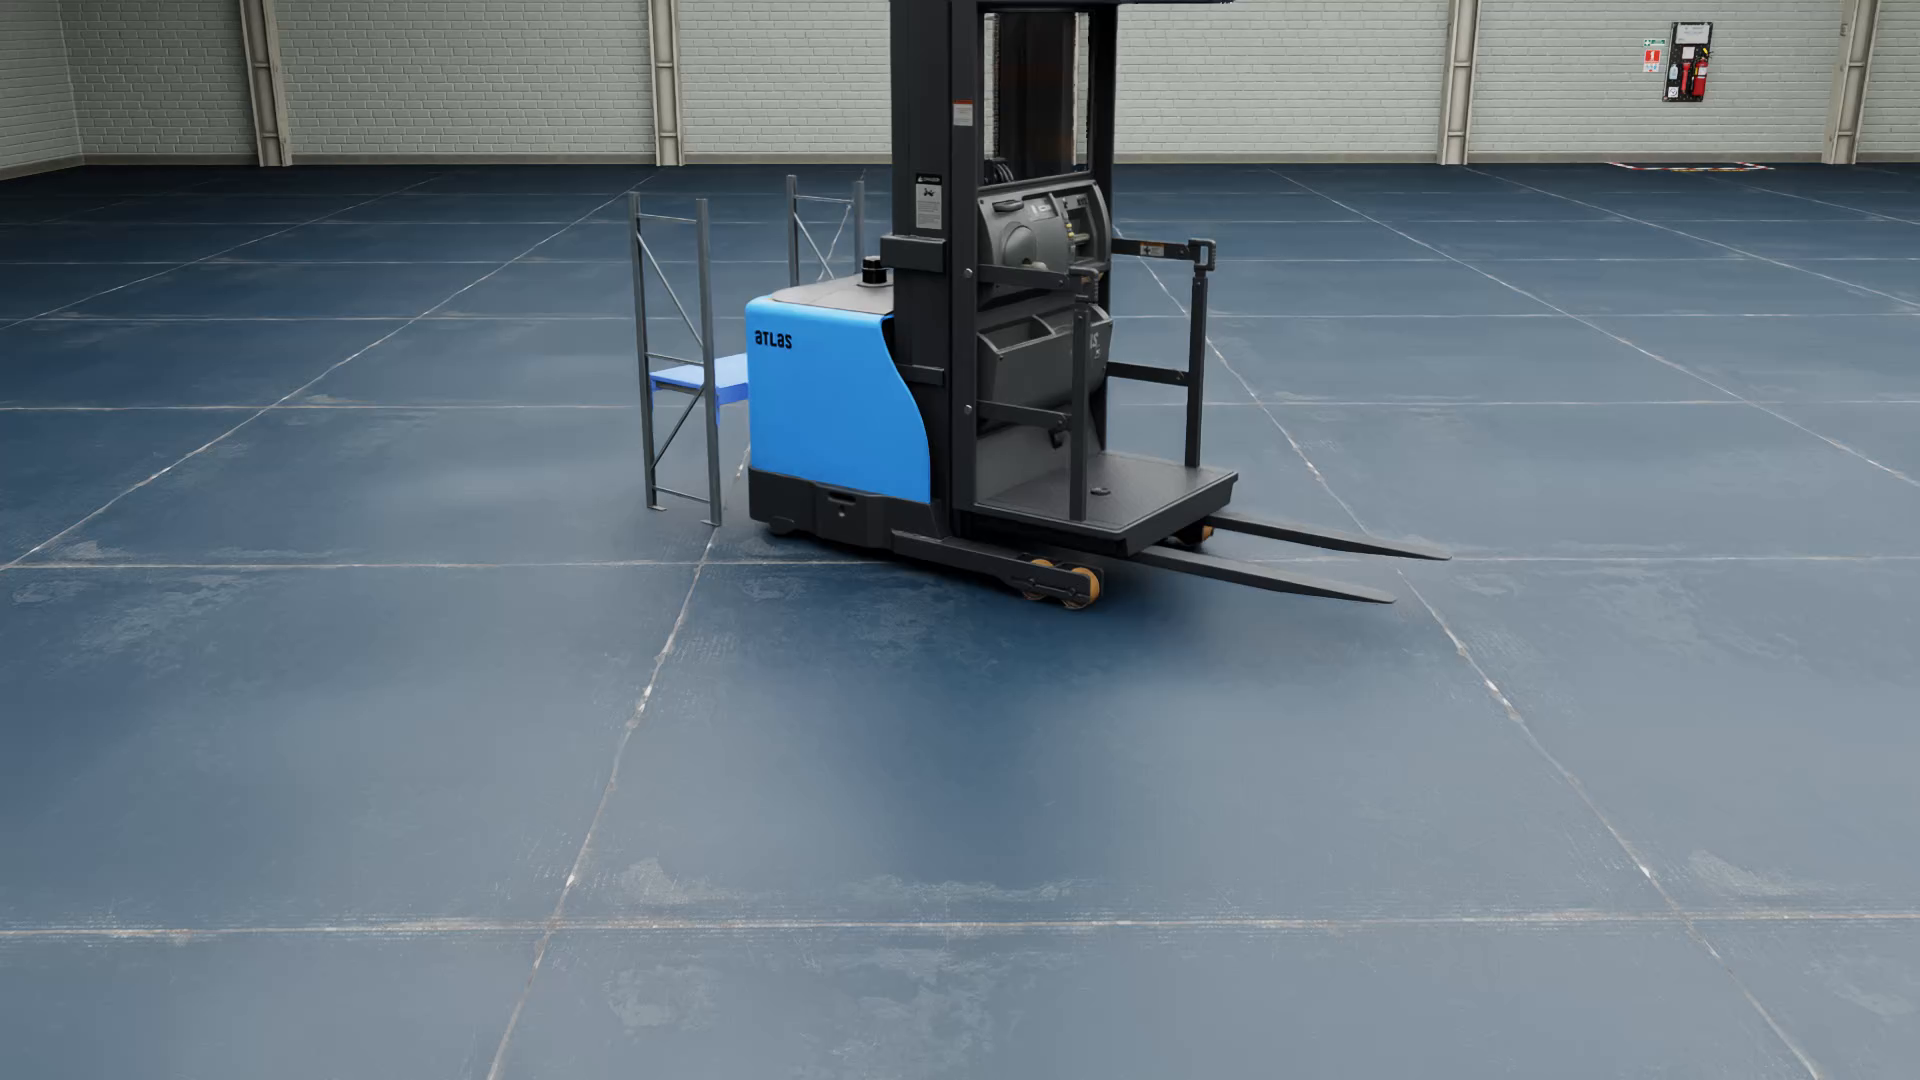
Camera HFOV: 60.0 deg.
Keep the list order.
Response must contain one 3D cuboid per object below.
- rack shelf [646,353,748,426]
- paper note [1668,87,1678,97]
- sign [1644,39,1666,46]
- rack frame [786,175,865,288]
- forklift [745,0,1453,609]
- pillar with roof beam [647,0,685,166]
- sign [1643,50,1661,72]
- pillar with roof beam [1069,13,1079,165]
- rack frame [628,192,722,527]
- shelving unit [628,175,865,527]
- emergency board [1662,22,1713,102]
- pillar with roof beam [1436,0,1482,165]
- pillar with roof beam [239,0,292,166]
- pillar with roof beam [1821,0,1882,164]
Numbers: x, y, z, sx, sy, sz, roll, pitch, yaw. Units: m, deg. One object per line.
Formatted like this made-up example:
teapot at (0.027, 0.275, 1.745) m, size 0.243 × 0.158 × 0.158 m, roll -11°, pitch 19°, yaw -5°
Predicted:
rack shelf at (-0.990, -0.776, 8.100) m, size 0.538 × 0.185 × 1.000 m, roll 14°, pitch 23°, yaw 37°
paper note at (10.923, -6.858, 25.458) m, size 0.142 × 0.148 × 0.016 m, roll 0°, pitch 18°, yaw -1°
sign at (10.551, -7.553, 25.255) m, size 0.331 × 0.109 × 0.001 m, roll 0°, pitch 18°, yaw -1°
rack frame at (-0.668, -1.067, 8.419) m, size 0.500 × 1.500 × 0.032 m, roll 14°, pitch 23°, yaw 37°
forklift at (0.531, -1.302, 6.807) m, size 3.031 × 2.935 × 1.130 m, roll 12°, pitch 21°, yaw 33°
pillar with roof beam at (-4.357, -8.713, 19.975) m, size 0.400 × 9.000 × 9.100 m, roll 0°, pitch 18°, yaw -1°
sign at (10.546, -7.303, 25.344) m, size 0.234 × 0.329 × 0.001 m, roll 0°, pitch 18°, yaw -1°
pillar with roof beam at (1.642, -8.741, 20.065) m, size 0.400 × 9.000 × 9.100 m, roll 0°, pitch 18°, yaw -1°
rack frame at (-1.312, -0.827, 7.670) m, size 0.500 × 1.500 × 0.032 m, roll 14°, pitch 23°, yaw 37°
shelving unit at (-0.990, -0.947, 8.045) m, size 0.538 × 1.500 × 1.048 m, roll 14°, pitch 23°, yaw 37°
emergency board at (11.101, -7.257, 25.260) m, size 0.643 × 1.169 × 0.194 m, roll 0°, pitch 18°, yaw -1°
pillar with roof beam at (7.641, -8.770, 20.156) m, size 0.400 × 9.000 × 9.100 m, roll 0°, pitch 18°, yaw -1°
pillar with roof beam at (-10.357, -8.684, 19.885) m, size 0.400 × 9.000 × 9.100 m, roll 0°, pitch 18°, yaw -1°
pillar with roof beam at (13.640, -8.799, 20.246) m, size 0.400 × 9.000 × 9.100 m, roll 0°, pitch 18°, yaw -1°
